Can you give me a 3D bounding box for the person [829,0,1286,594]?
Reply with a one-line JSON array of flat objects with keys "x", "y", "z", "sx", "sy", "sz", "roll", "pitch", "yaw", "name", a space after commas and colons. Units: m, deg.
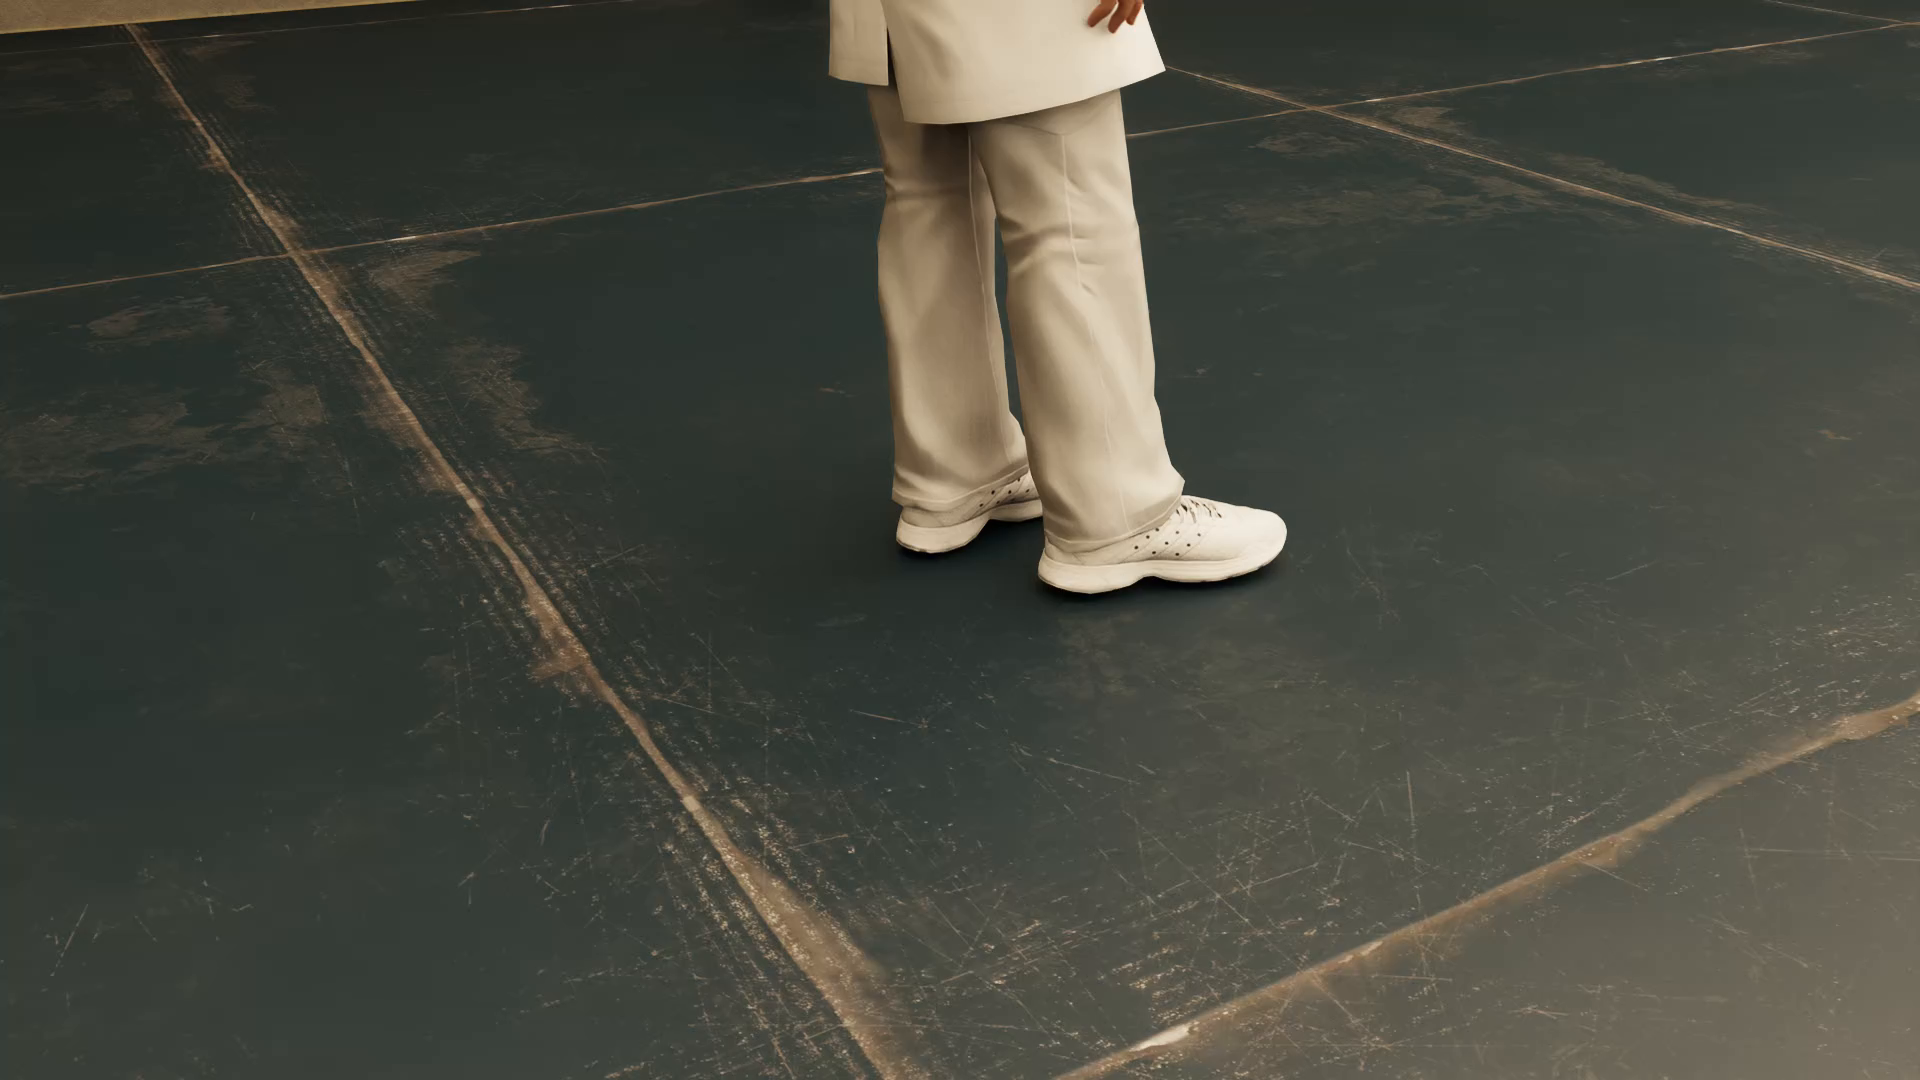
[{"x": 0.081, "y": -0.818, "z": 2.132, "sx": 0.578, "sy": 1.778, "sz": 0.696, "roll": -15, "pitch": 30, "yaw": -26, "name": "person"}]
